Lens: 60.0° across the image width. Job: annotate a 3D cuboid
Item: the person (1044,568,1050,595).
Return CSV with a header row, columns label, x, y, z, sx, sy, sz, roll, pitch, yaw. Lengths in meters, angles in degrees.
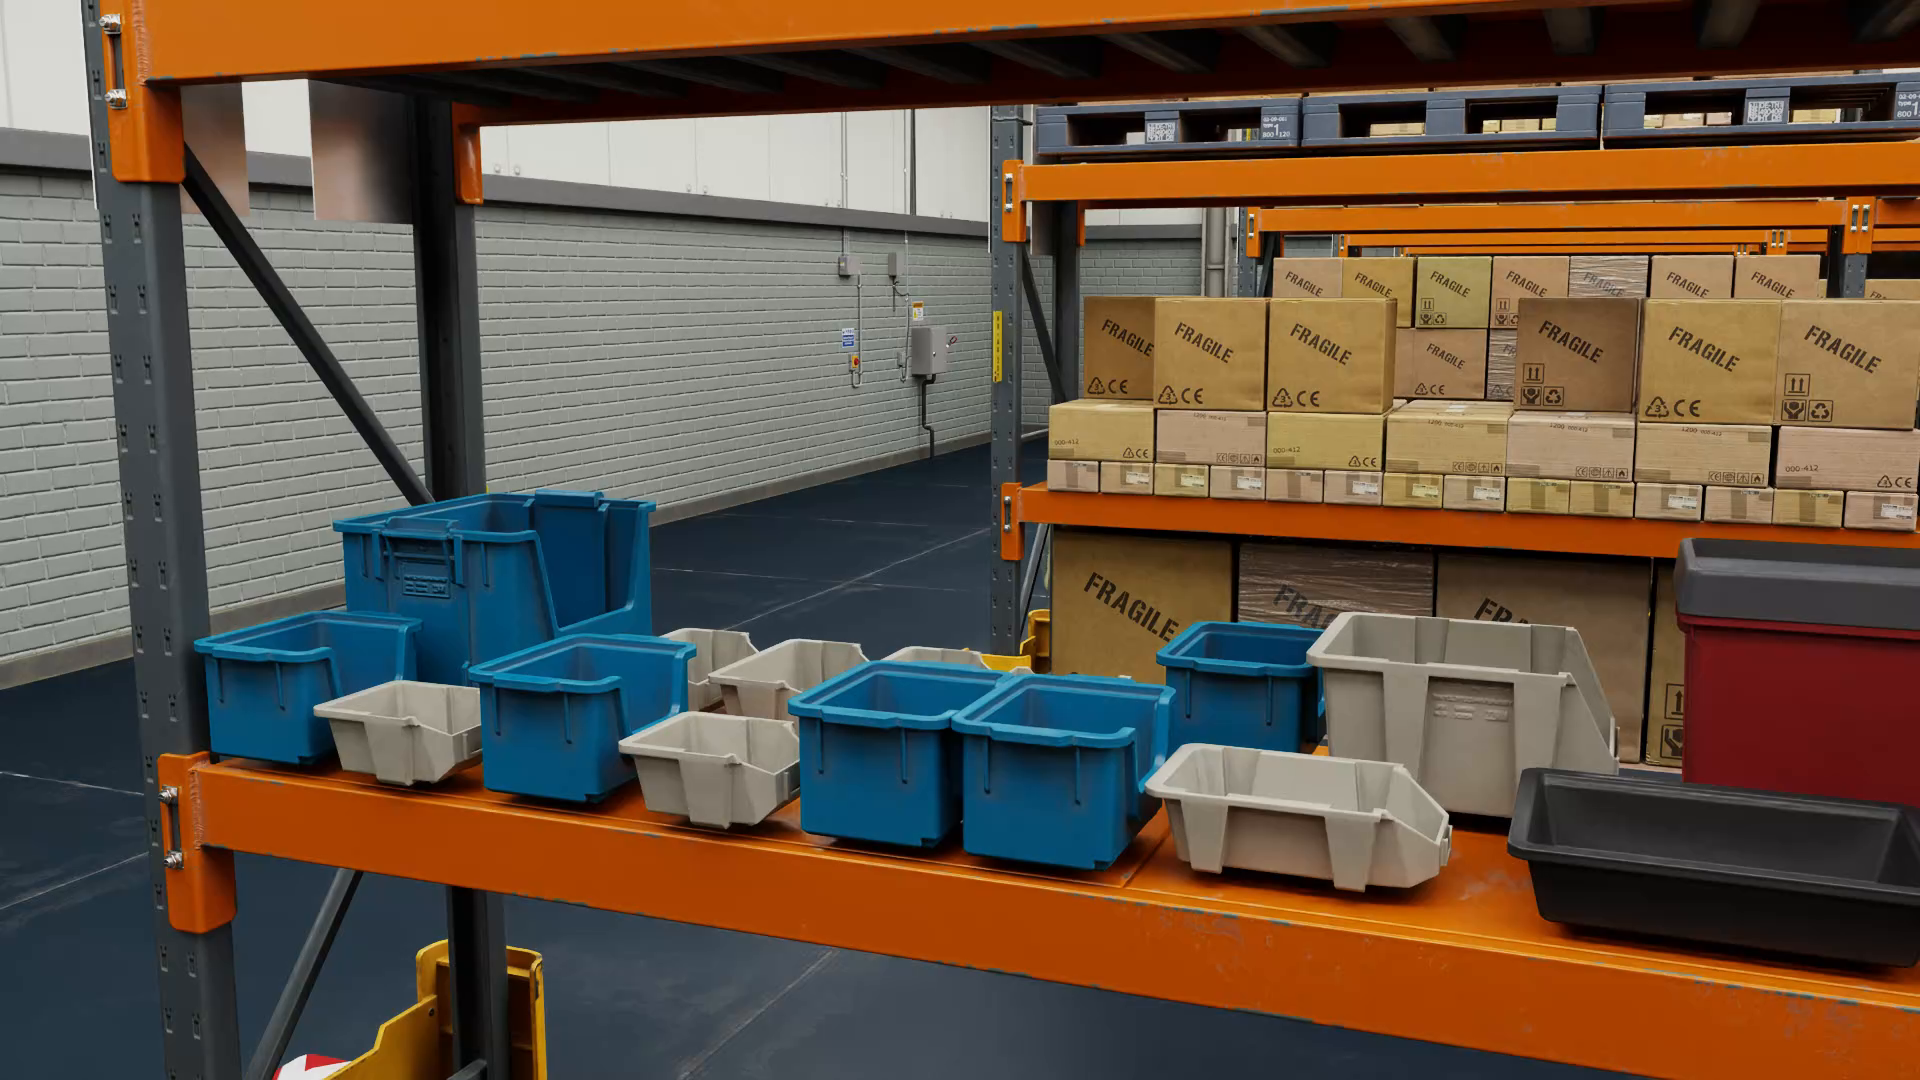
label,x,y,z,sx,sy,sz,roll,pitch,yaw
person,0.933,0.279,10.420,0.805,0.806,0.479,3,9,21
